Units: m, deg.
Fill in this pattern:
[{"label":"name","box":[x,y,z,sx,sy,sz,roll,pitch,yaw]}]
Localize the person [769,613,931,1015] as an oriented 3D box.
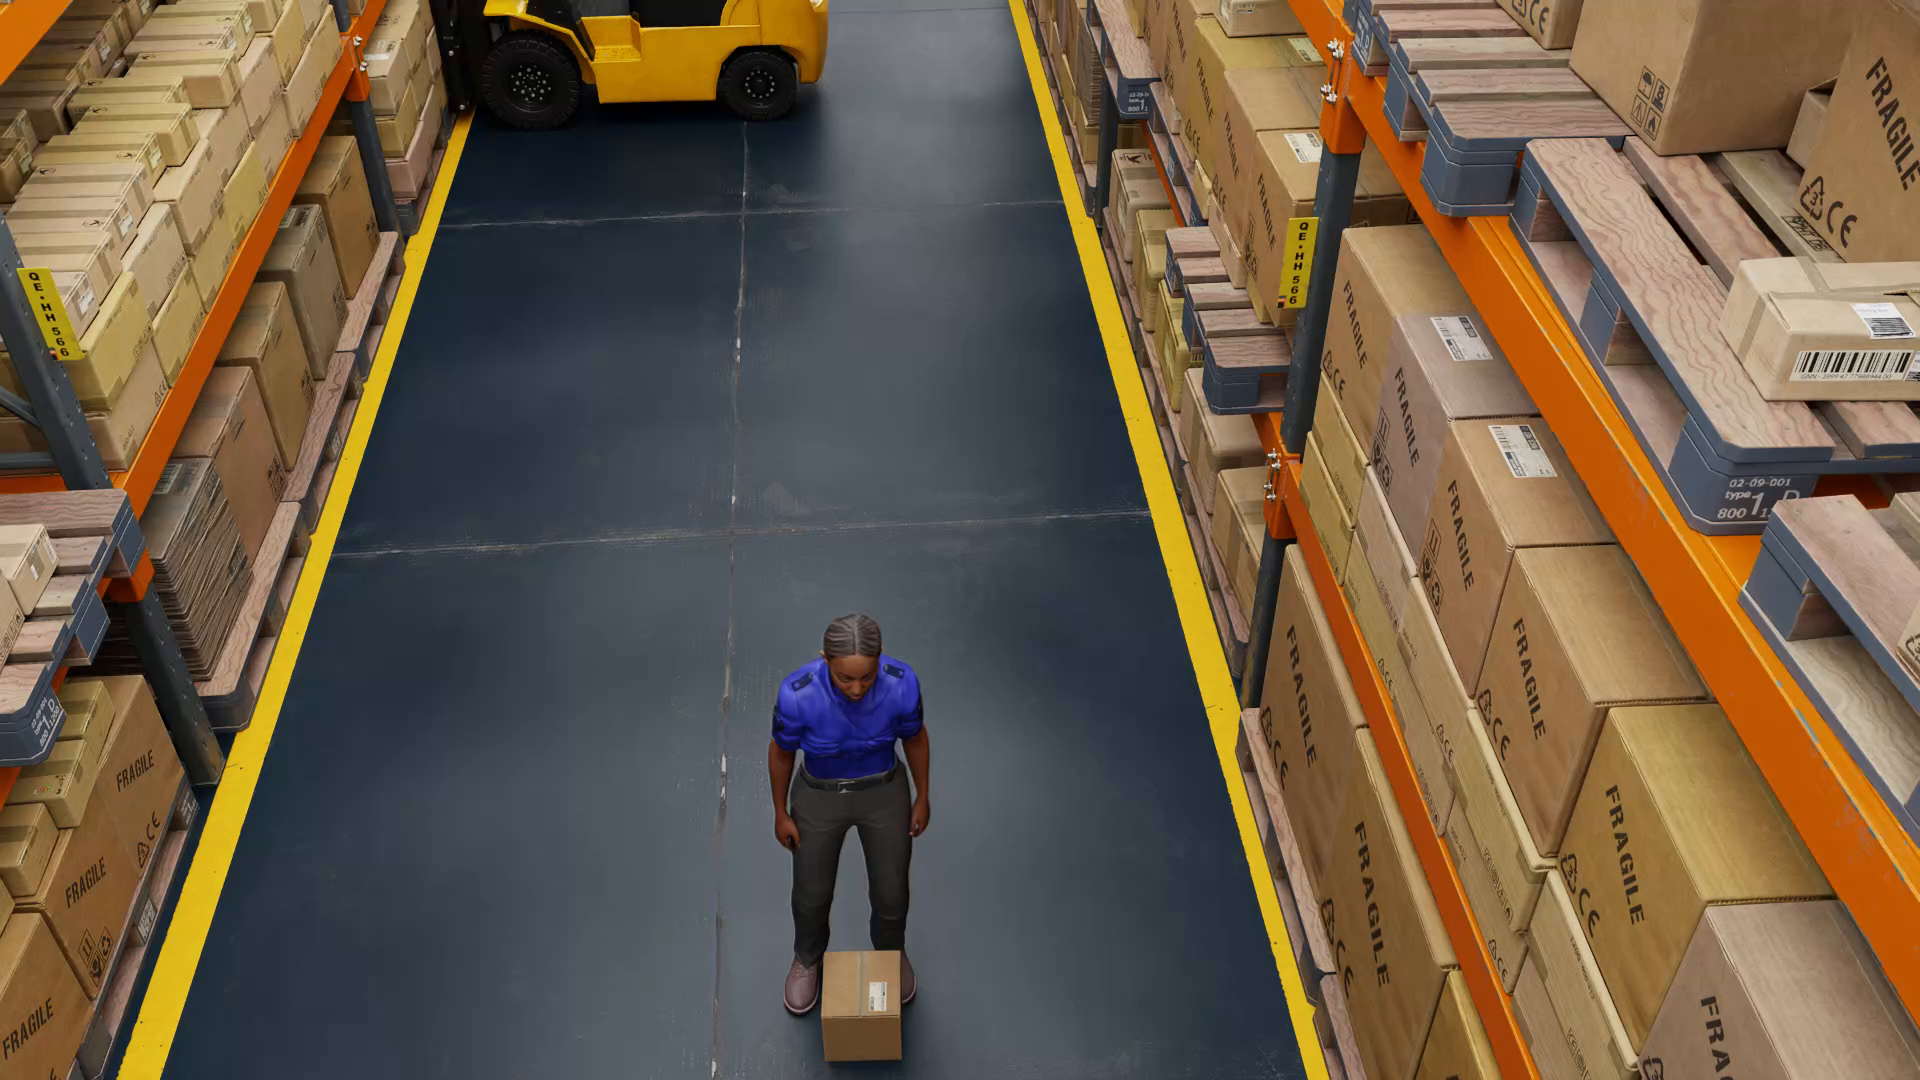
[{"label":"person","box":[-0.346,0.826,5.152,0.524,1.653,0.352,-5,40,-6]}]
